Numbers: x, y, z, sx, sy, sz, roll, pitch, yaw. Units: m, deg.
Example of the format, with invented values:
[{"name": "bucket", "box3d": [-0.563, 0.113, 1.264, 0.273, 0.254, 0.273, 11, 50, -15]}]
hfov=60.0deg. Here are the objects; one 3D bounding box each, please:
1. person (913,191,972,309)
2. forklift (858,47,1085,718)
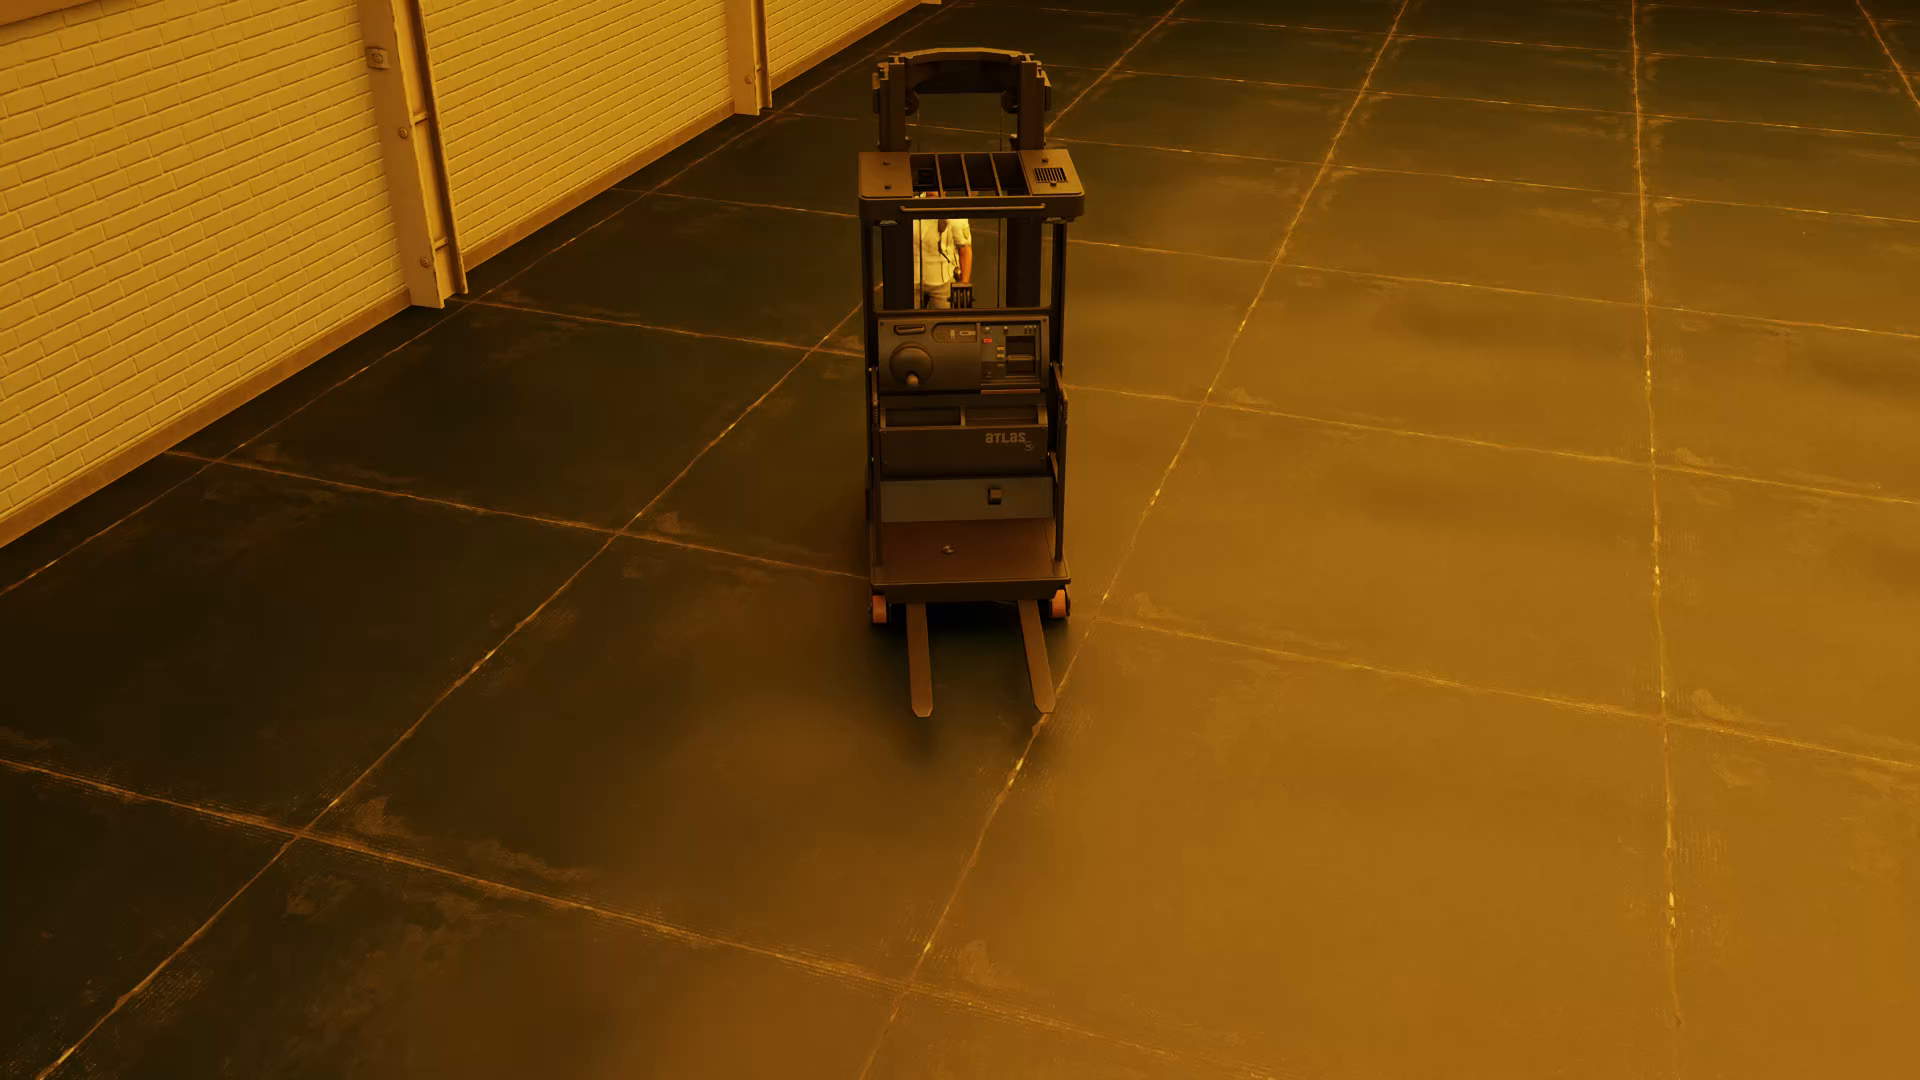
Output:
[{"name": "person", "box3d": [-0.246, -1.743, 11.457, 0.599, 1.670, 0.529, 11, 31, 18]}, {"name": "forklift", "box3d": [0.035, -0.972, 8.842, 1.130, 2.935, 3.031, -2, 30, -3]}]
